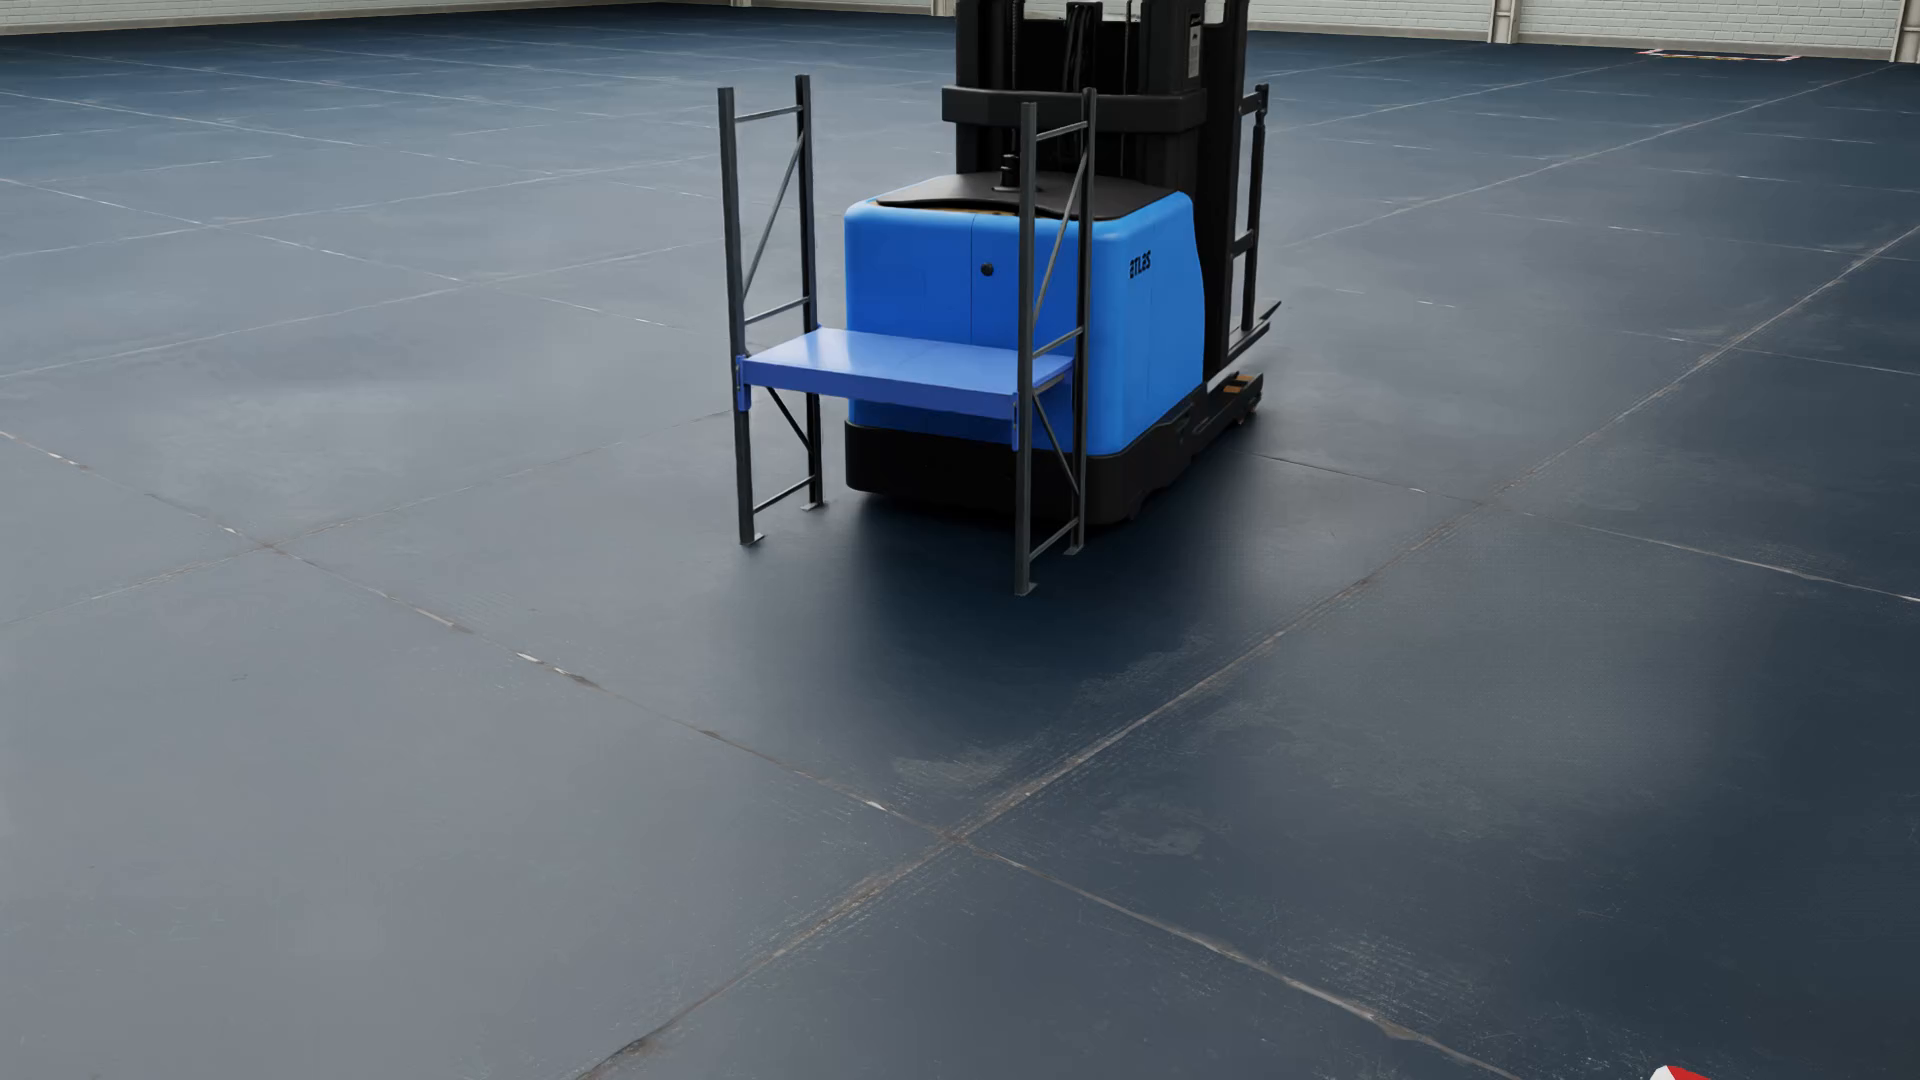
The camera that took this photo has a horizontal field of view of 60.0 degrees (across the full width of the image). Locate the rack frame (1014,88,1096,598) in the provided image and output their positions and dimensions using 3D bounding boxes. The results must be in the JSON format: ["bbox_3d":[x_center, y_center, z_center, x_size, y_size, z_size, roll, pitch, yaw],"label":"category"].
[{"bbox_3d":[0.294,-0.602,5.139,0.032,1.500,0.500,10,23,24],"label":"rack frame"}]

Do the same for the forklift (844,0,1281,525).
[{"bbox_3d":[0.649,-1.906,6.568,1.130,2.935,3.031,9,22,22],"label":"forklift"}]

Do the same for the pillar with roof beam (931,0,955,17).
[{"bbox_3d":[-3.074,-13.912,29.808,0.400,9.000,9.100,16,26,36],"label":"pillar with roof beam"}]

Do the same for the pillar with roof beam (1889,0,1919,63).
[{"bbox_3d":[10.871,-9.896,19.158,0.400,9.000,9.100,16,26,36],"label":"pillar with roof beam"}]

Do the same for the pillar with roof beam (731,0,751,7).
[{"bbox_3d":[-7.723,-15.251,33.357,0.400,9.000,9.100,16,26,36],"label":"pillar with roof beam"}]

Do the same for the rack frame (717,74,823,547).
[{"bbox_3d":[-0.620,-0.760,5.557,0.032,1.500,0.500,10,23,24],"label":"rack frame"}]

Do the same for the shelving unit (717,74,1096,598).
[{"bbox_3d":[-0.163,-0.681,5.348,1.048,1.500,0.538,10,23,24],"label":"shelving unit"}]

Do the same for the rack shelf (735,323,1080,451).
[{"bbox_3d":[-0.163,-0.512,5.411,1.000,0.185,0.538,10,23,24],"label":"rack shelf"}]

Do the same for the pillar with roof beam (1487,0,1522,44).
[{"bbox_3d":[6.222,-11.235,22.708,0.400,9.000,9.100,16,26,36],"label":"pillar with roof beam"}]
